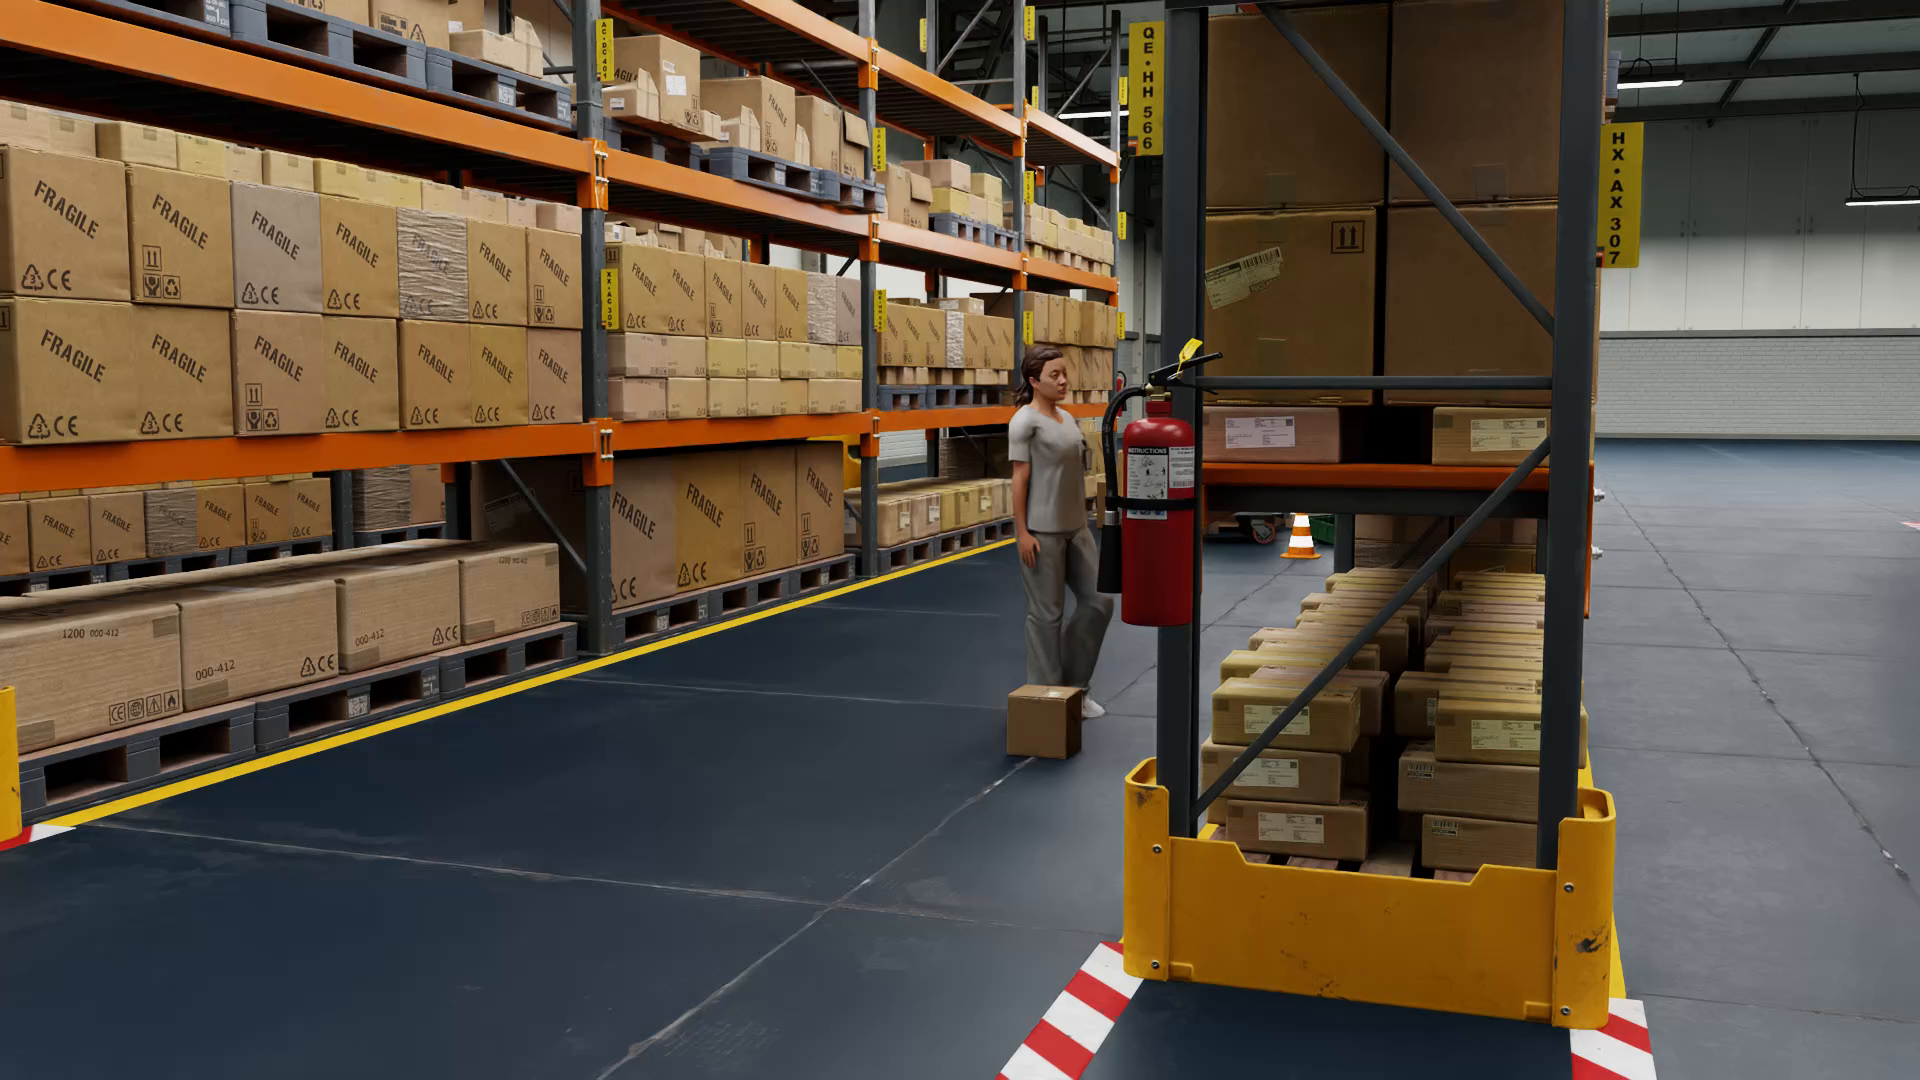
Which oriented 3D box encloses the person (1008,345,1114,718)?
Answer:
[{"bbox_3d":[0.431,-0.017,7.417,0.399,1.692,0.481,5,7,41],"label":"person"}]
